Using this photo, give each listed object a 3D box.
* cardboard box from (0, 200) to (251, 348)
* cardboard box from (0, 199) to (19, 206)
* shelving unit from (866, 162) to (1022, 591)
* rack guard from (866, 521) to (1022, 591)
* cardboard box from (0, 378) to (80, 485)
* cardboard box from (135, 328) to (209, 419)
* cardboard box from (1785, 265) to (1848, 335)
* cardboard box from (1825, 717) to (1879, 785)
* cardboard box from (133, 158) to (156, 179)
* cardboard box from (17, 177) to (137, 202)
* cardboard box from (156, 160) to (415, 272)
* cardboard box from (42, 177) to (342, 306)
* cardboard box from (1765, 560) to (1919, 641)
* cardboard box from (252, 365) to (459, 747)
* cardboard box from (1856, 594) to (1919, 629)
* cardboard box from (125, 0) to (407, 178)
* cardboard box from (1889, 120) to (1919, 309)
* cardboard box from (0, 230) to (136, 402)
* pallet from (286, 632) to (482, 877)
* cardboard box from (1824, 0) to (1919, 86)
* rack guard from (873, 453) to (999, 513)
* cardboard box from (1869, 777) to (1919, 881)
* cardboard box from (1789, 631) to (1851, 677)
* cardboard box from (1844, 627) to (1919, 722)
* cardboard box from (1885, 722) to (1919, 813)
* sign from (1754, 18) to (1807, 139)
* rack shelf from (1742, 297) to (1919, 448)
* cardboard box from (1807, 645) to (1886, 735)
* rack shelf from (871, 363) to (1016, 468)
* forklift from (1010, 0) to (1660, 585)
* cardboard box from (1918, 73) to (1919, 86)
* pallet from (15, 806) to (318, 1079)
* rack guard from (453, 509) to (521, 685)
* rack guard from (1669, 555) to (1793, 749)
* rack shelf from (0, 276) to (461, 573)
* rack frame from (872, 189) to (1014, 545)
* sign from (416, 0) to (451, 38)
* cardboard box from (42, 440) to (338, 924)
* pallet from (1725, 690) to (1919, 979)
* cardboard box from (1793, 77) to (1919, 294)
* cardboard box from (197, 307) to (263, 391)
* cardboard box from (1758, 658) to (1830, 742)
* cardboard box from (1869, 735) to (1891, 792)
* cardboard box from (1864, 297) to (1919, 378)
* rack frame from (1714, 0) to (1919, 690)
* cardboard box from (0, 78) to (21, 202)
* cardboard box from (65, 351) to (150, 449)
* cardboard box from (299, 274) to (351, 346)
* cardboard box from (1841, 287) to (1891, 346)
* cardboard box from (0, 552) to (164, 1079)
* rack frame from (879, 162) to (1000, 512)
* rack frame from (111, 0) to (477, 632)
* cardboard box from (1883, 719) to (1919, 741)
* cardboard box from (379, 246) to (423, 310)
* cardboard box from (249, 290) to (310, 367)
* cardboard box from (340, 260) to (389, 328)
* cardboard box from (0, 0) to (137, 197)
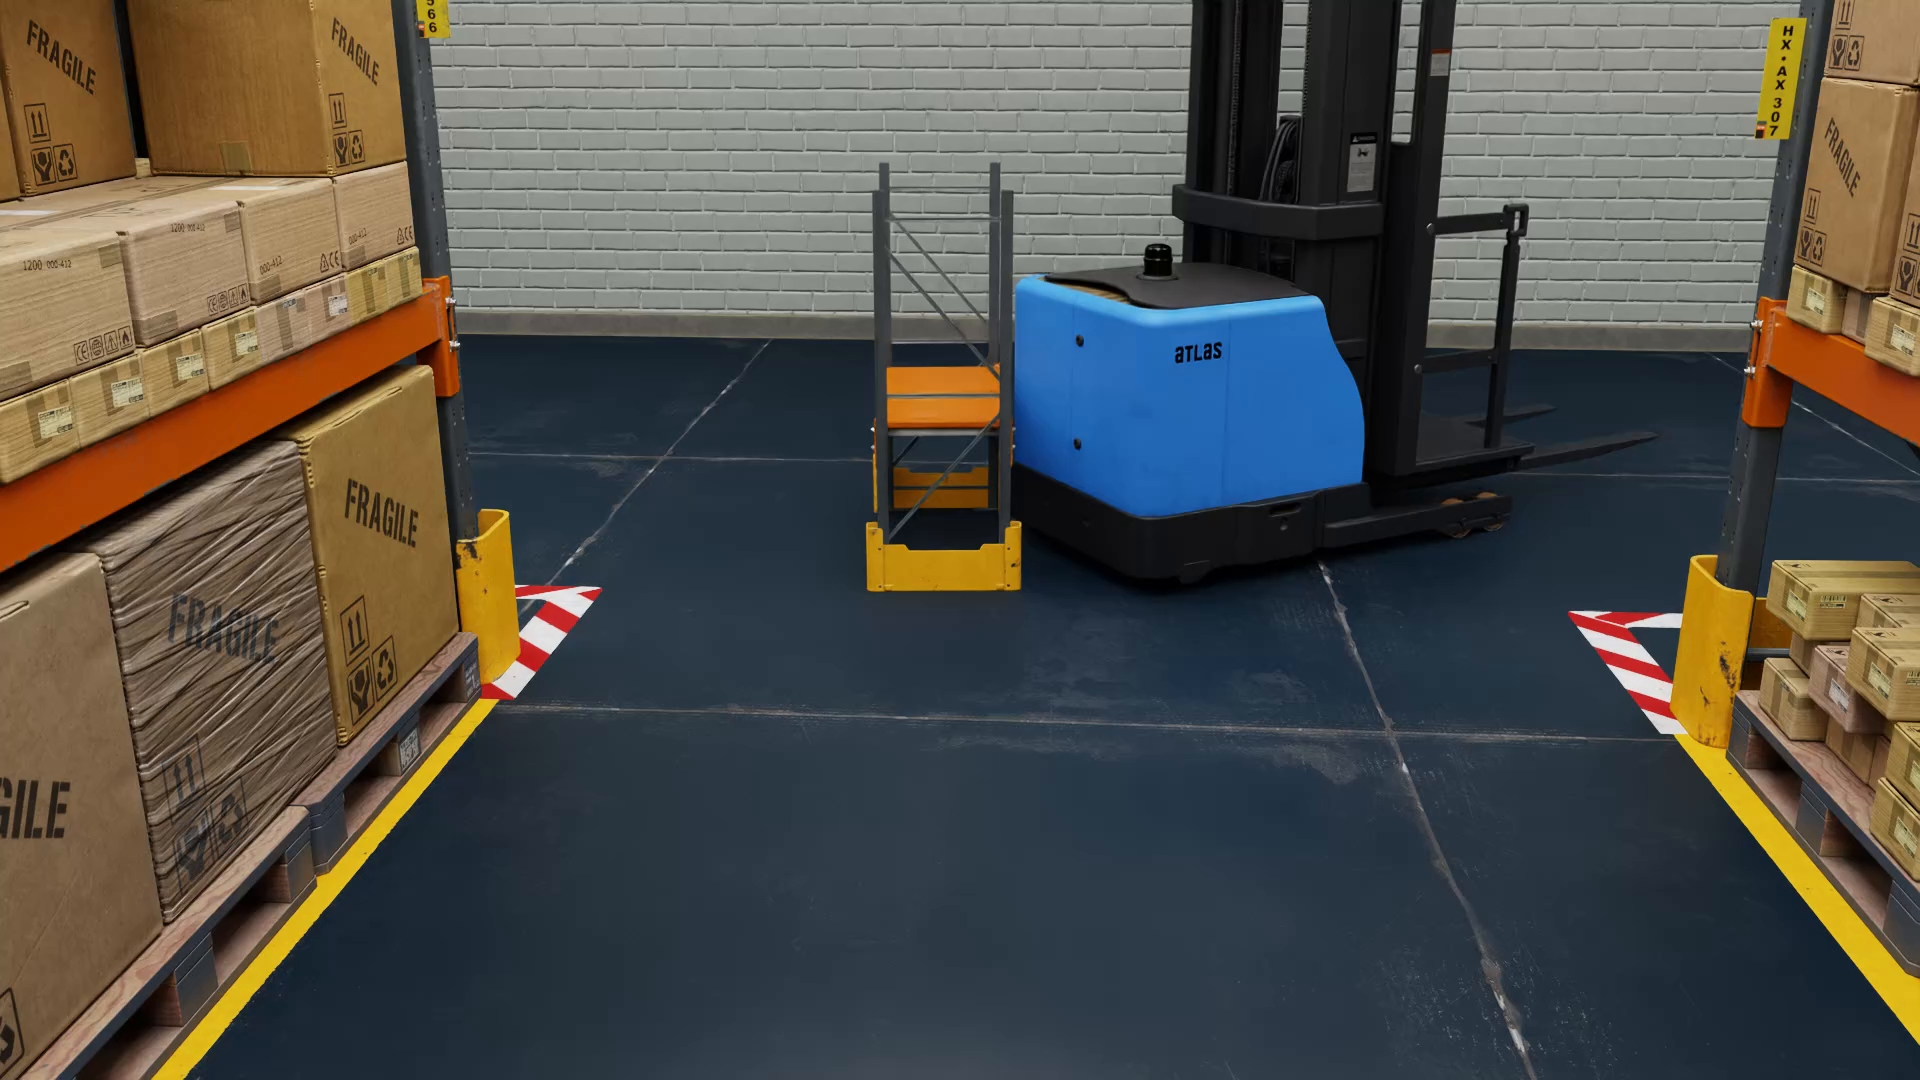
[{"bbox_3d":[-1.950,-0.602,3.707,0.500,0.250,0.500,1,18,2],"label":"cardboard box"},{"bbox_3d":[-2.481,-0.614,3.742,0.500,0.250,0.500,1,18,2],"label":"cardboard box"},{"bbox_3d":[-0.073,-0.688,6.613,0.587,1.500,1.083,0,18,-1],"label":"shelving unit"},{"bbox_3d":[-0.061,0.061,6.335,0.587,0.250,0.087,0,18,-1],"label":"rack guard"},{"bbox_3d":[-1.930,-0.211,3.154,0.380,0.149,0.250,1,18,2],"label":"cardboard box"},{"bbox_3d":[-1.894,-0.369,3.636,0.380,0.149,0.250,1,18,4],"label":"cardboard box"},{"bbox_3d":[2.483,-0.650,4.492,0.380,0.149,0.250,1,18,3],"label":"cardboard box"},{"bbox_3d":[2.539,0.532,4.387,0.380,0.149,0.250,1,18,4],"label":"cardboard box"},{"bbox_3d":[-2.410,-0.931,4.711,0.500,0.250,0.500,1,18,2],"label":"cardboard box"},{"bbox_3d":[-2.441,-0.770,4.218,0.500,0.250,0.500,1,18,3],"label":"cardboard box"},{"bbox_3d":[-1.877,-0.918,4.671,0.500,0.250,0.500,1,18,3],"label":"cardboard box"},{"bbox_3d":[-1.914,-0.760,4.190,0.500,0.250,0.500,1,18,3],"label":"cardboard box"},{"bbox_3d":[2.457,0.165,4.550,0.380,0.149,0.250,0,18,1],"label":"cardboard box"},{"bbox_3d":[-2.073,0.006,4.824,0.875,0.875,0.875,1,18,4],"label":"cardboard box"},{"bbox_3d":[2.557,0.254,4.280,0.380,0.149,0.250,2,18,5],"label":"cardboard box"},{"bbox_3d":[-1.879,-1.274,4.551,0.500,0.500,0.500,2,18,5],"label":"cardboard box"},{"bbox_3d":[2.513,-0.751,3.760,0.500,0.500,0.500,1,18,4],"label":"cardboard box"},{"bbox_3d":[-1.983,-0.441,3.213,0.500,0.250,0.500,1,18,4],"label":"cardboard box"},{"bbox_3d":[-2.086,0.571,4.842,1.003,0.211,1.213,1,18,4],"label":"pallet"},{"bbox_3d":[2.536,-1.393,4.112,0.500,0.500,0.500,1,18,4],"label":"cardboard box"},{"bbox_3d":[-0.084,-0.249,7.281,0.587,0.250,0.087,0,18,-1],"label":"rack guard"},{"bbox_3d":[2.401,0.686,3.917,0.380,0.149,0.250,2,18,5],"label":"cardboard box"},{"bbox_3d":[2.540,0.309,4.590,0.380,0.149,0.250,2,18,6],"label":"cardboard box"},{"bbox_3d":[2.411,0.329,4.050,0.380,0.149,0.250,1,18,4],"label":"cardboard box"},{"bbox_3d":[2.408,0.548,3.861,0.380,0.149,0.250,2,18,6],"label":"cardboard box"},{"bbox_3d":[2.292,-1.286,4.639,0.100,0.325,0.005,1,18,4],"label":"sign"},{"bbox_3d":[2.690,0.101,2.954,1.077,0.370,4.000,1,18,4],"label":"rack shelf"},{"bbox_3d":[2.464,0.392,4.335,0.380,0.149,0.250,1,18,4],"label":"cardboard box"},{"bbox_3d":[-0.073,-0.514,6.661,0.538,0.185,1.000,0,18,-1],"label":"rack shelf"},{"bbox_3d":[1.753,-1.533,6.895,3.031,2.935,1.130,-10,20,-27],"label":"forklift"},{"bbox_3d":[2.507,-1.236,3.633,0.500,0.500,0.500,2,18,6],"label":"cardboard box"},{"bbox_3d":[-2.176,0.949,3.689,1.003,0.211,1.213,1,18,4],"label":"pallet"},{"bbox_3d":[-2.105,0.176,5.583,1.175,0.500,0.348,1,18,4],"label":"rack guard"},{"bbox_3d":[2.828,0.349,5.054,1.175,0.500,0.348,1,18,4],"label":"rack guard"},{"bbox_3d":[-2.250,-0.041,3.387,1.077,0.370,4.000,1,18,4],"label":"rack shelf"},{"bbox_3d":[-0.061,-0.527,6.122,0.500,1.500,0.032,0,18,-1],"label":"rack frame"},{"bbox_3d":[-1.566,-1.651,4.904,0.100,0.325,0.005,1,18,4],"label":"sign"},{"bbox_3d":[-2.138,0.289,3.962,0.875,0.875,0.875,1,18,4],"label":"cardboard box"},{"bbox_3d":[2.734,0.738,4.332,1.003,0.211,1.213,1,18,4],"label":"pallet"},{"bbox_3d":[2.526,-0.918,4.269,0.500,0.500,0.500,2,18,7],"label":"cardboard box"},{"bbox_3d":[-1.876,-0.450,3.882,0.380,0.149,0.250,1,18,3],"label":"cardboard box"},{"bbox_3d":[2.476,0.449,4.641,0.380,0.149,0.250,2,18,5],"label":"cardboard box"},{"bbox_3d":[2.528,0.609,4.151,0.380,0.149,0.250,1,18,5],"label":"cardboard box"},{"bbox_3d":[2.434,-0.487,3.996,0.380,0.149,0.250,1,18,2],"label":"cardboard box"},{"bbox_3d":[2.833,-0.862,4.737,1.000,3.000,0.127,1,18,4],"label":"rack frame"},{"bbox_3d":[-2.477,-0.971,3.629,0.500,0.500,0.500,1,18,2],"label":"cardboard box"},{"bbox_3d":[-1.914,-0.292,3.401,0.380,0.149,0.250,2,18,5],"label":"cardboard box"},{"bbox_3d":[-1.840,-0.608,4.364,0.380,0.149,0.250,1,18,4],"label":"cardboard box"},{"bbox_3d":[2.506,-0.570,4.248,0.380,0.149,0.250,2,18,6],"label":"cardboard box"},{"bbox_3d":[-2.202,0.565,3.118,0.875,0.875,0.875,1,18,4],"label":"cardboard box"},{"bbox_3d":[-0.084,-0.843,7.088,0.500,1.500,0.032,0,18,-1],"label":"rack frame"},{"bbox_3d":[-2.107,-1.004,5.171,1.000,3.000,0.127,1,18,4],"label":"rack frame"},{"bbox_3d":[2.534,0.470,4.097,0.380,0.149,0.250,2,18,5],"label":"cardboard box"},{"bbox_3d":[-1.804,-0.767,4.850,0.380,0.149,0.250,2,18,5],"label":"cardboard box"},{"bbox_3d":[-1.859,-0.530,4.128,0.380,0.149,0.250,2,18,5],"label":"cardboard box"},{"bbox_3d":[-1.821,-0.686,4.604,0.380,0.149,0.250,1,18,4],"label":"cardboard box"},{"bbox_3d":[-2.446,-1.132,4.121,0.500,0.500,0.500,1,18,3],"label":"cardboard box"}]
